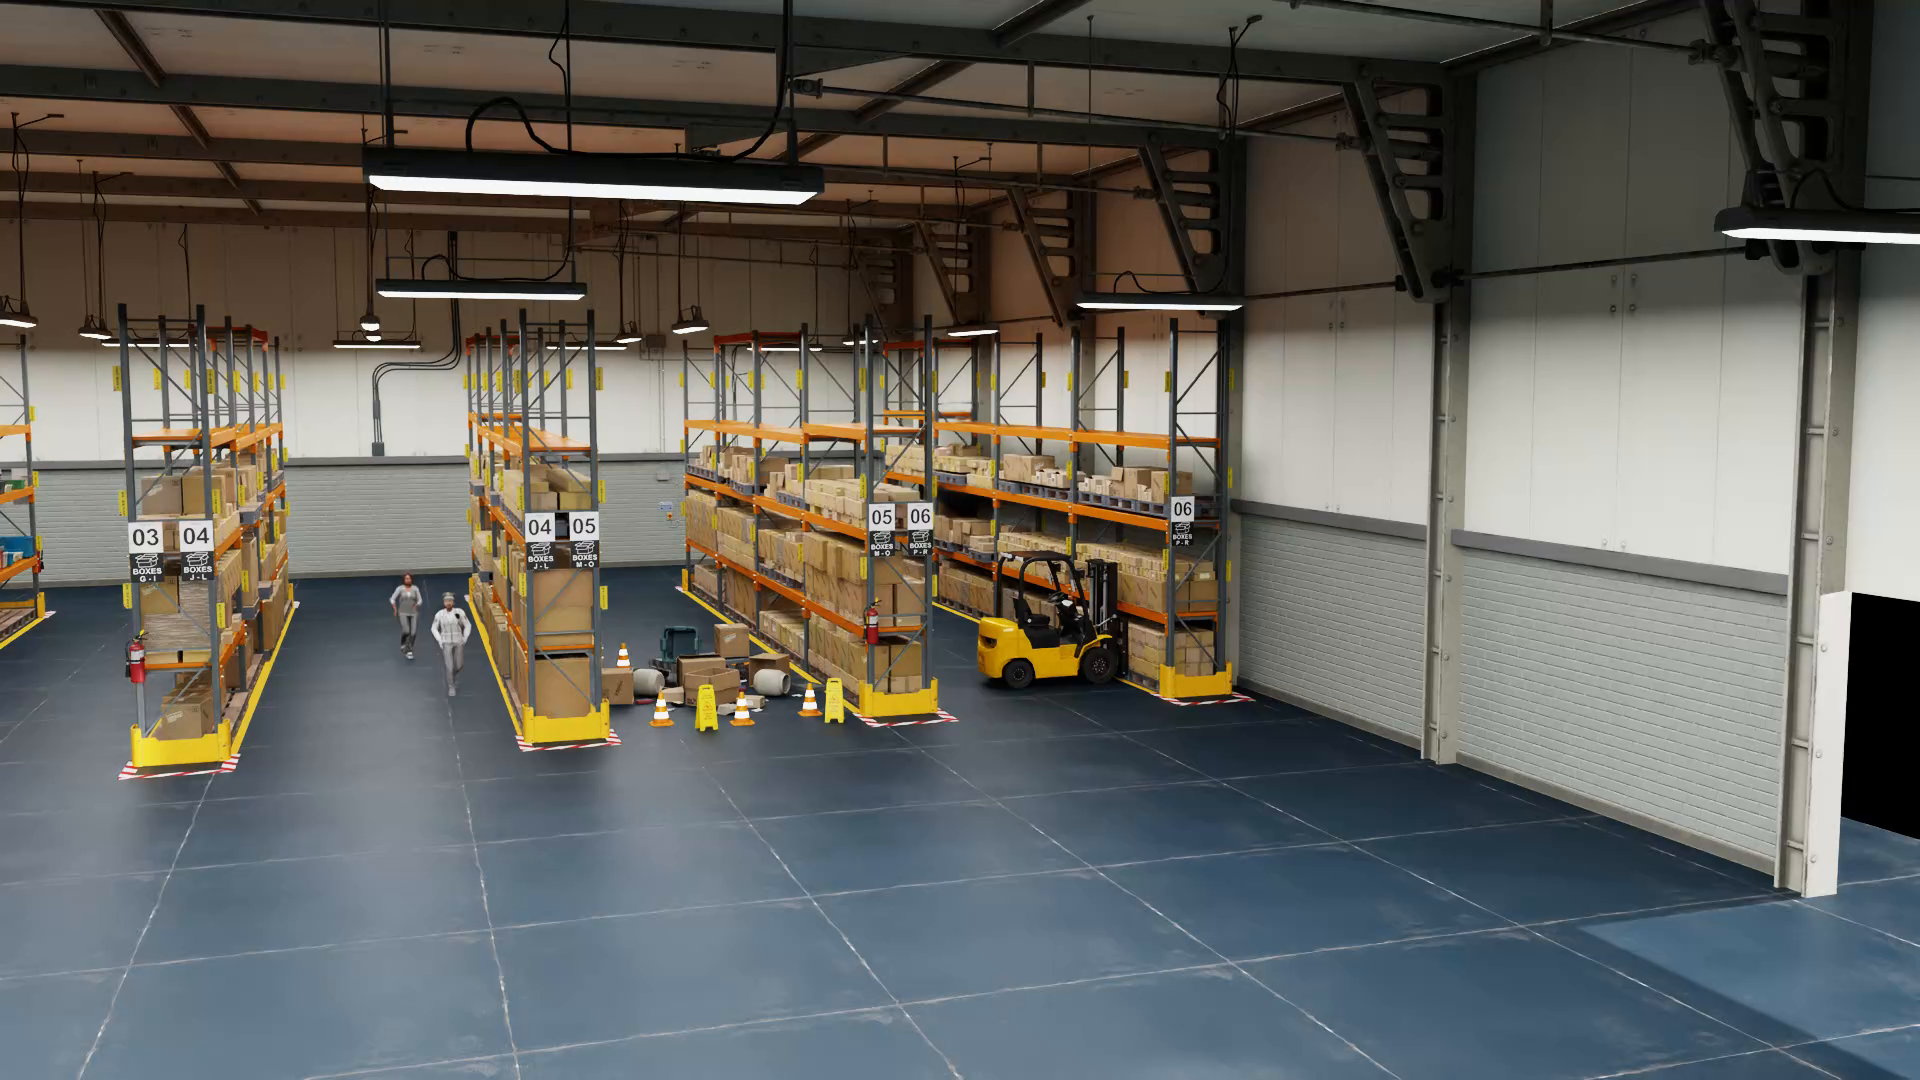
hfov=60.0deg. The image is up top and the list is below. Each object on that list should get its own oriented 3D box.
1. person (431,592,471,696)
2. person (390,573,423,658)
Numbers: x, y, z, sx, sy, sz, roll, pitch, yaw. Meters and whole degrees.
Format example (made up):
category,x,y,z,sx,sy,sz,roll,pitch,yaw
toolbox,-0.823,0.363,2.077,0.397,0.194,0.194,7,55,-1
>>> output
category,x,y,z,sx,sy,sz,roll,pitch,yaw
person,-8.167,1.653,26.713,0.620,1.670,0.501,-2,6,-19
person,-9.970,1.375,30.055,0.532,1.560,0.540,-3,6,-30
